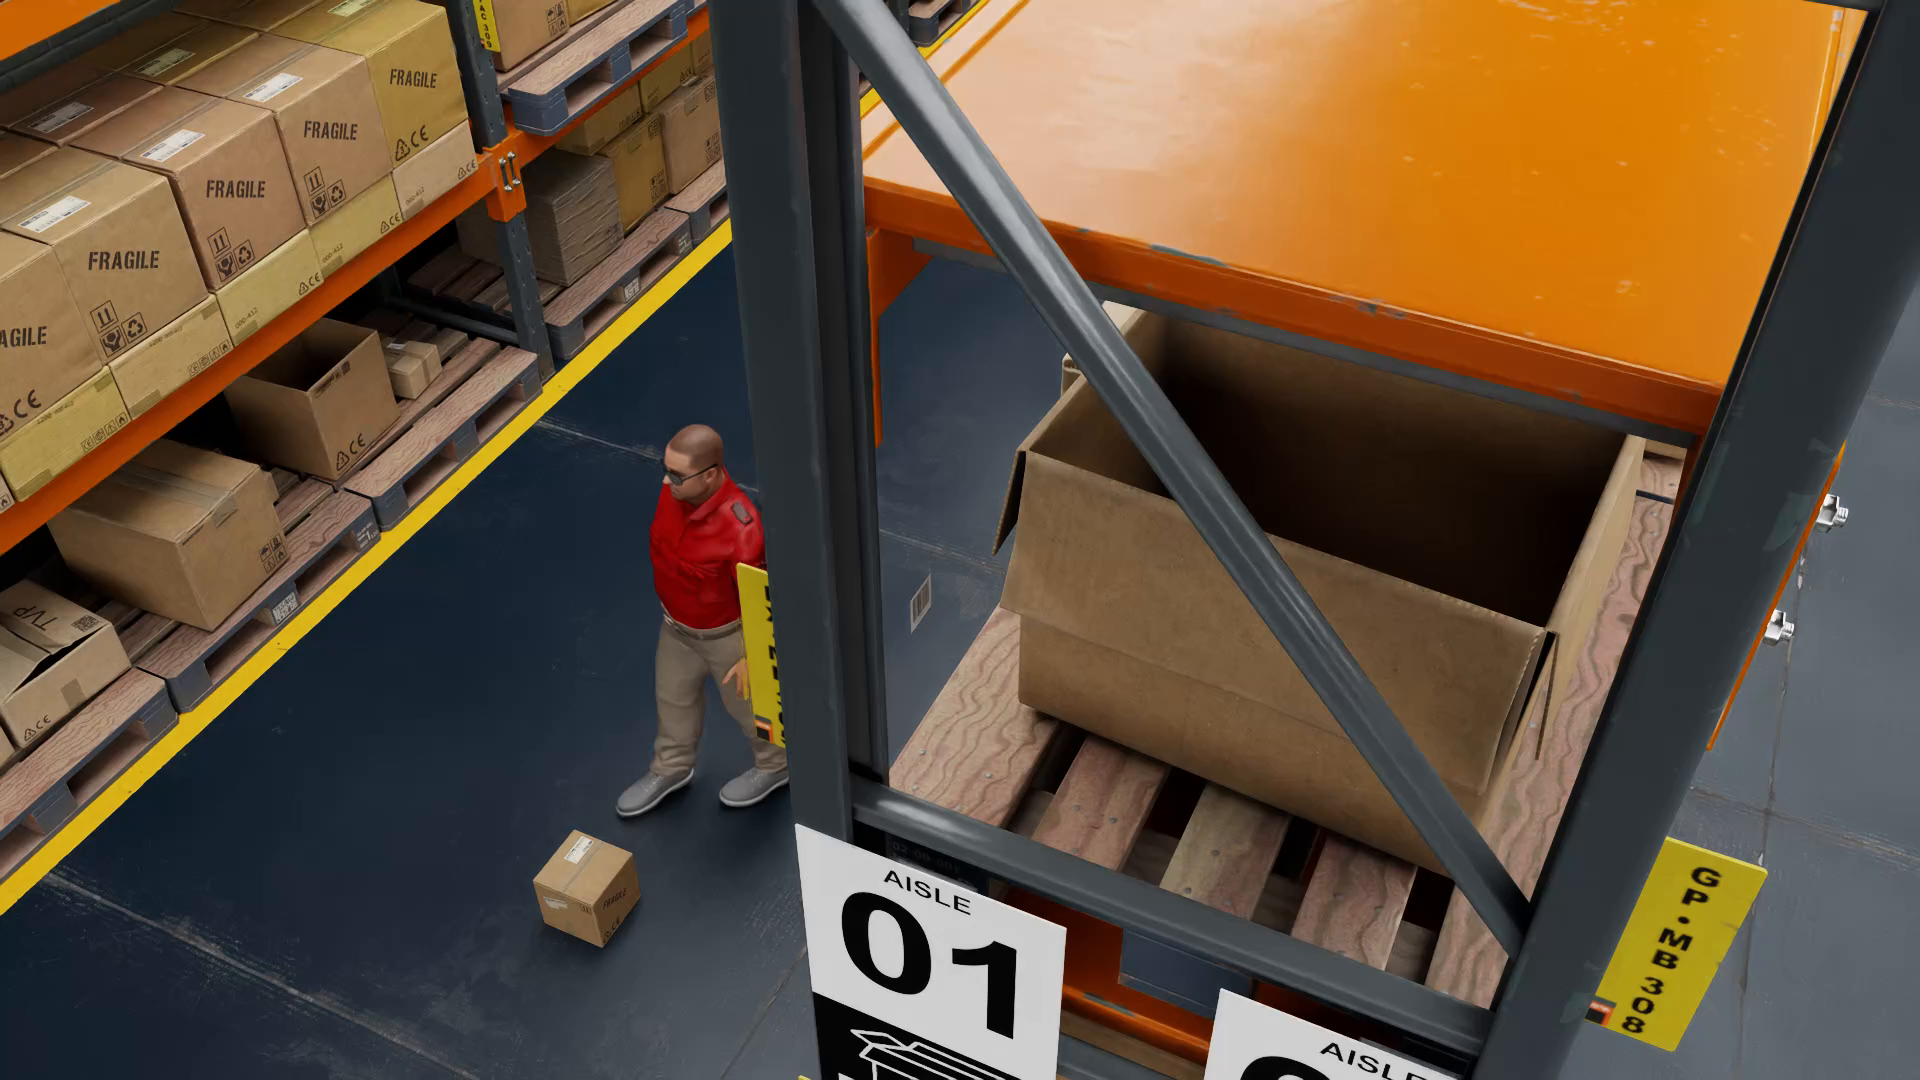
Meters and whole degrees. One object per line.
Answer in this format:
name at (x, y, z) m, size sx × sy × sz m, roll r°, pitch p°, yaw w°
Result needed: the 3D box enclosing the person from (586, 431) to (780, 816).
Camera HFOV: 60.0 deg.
person at (-1.056, 0.343, 5.776) m, size 0.661 × 1.724 × 0.537 m, roll -27°, pitch 48°, yaw -27°
